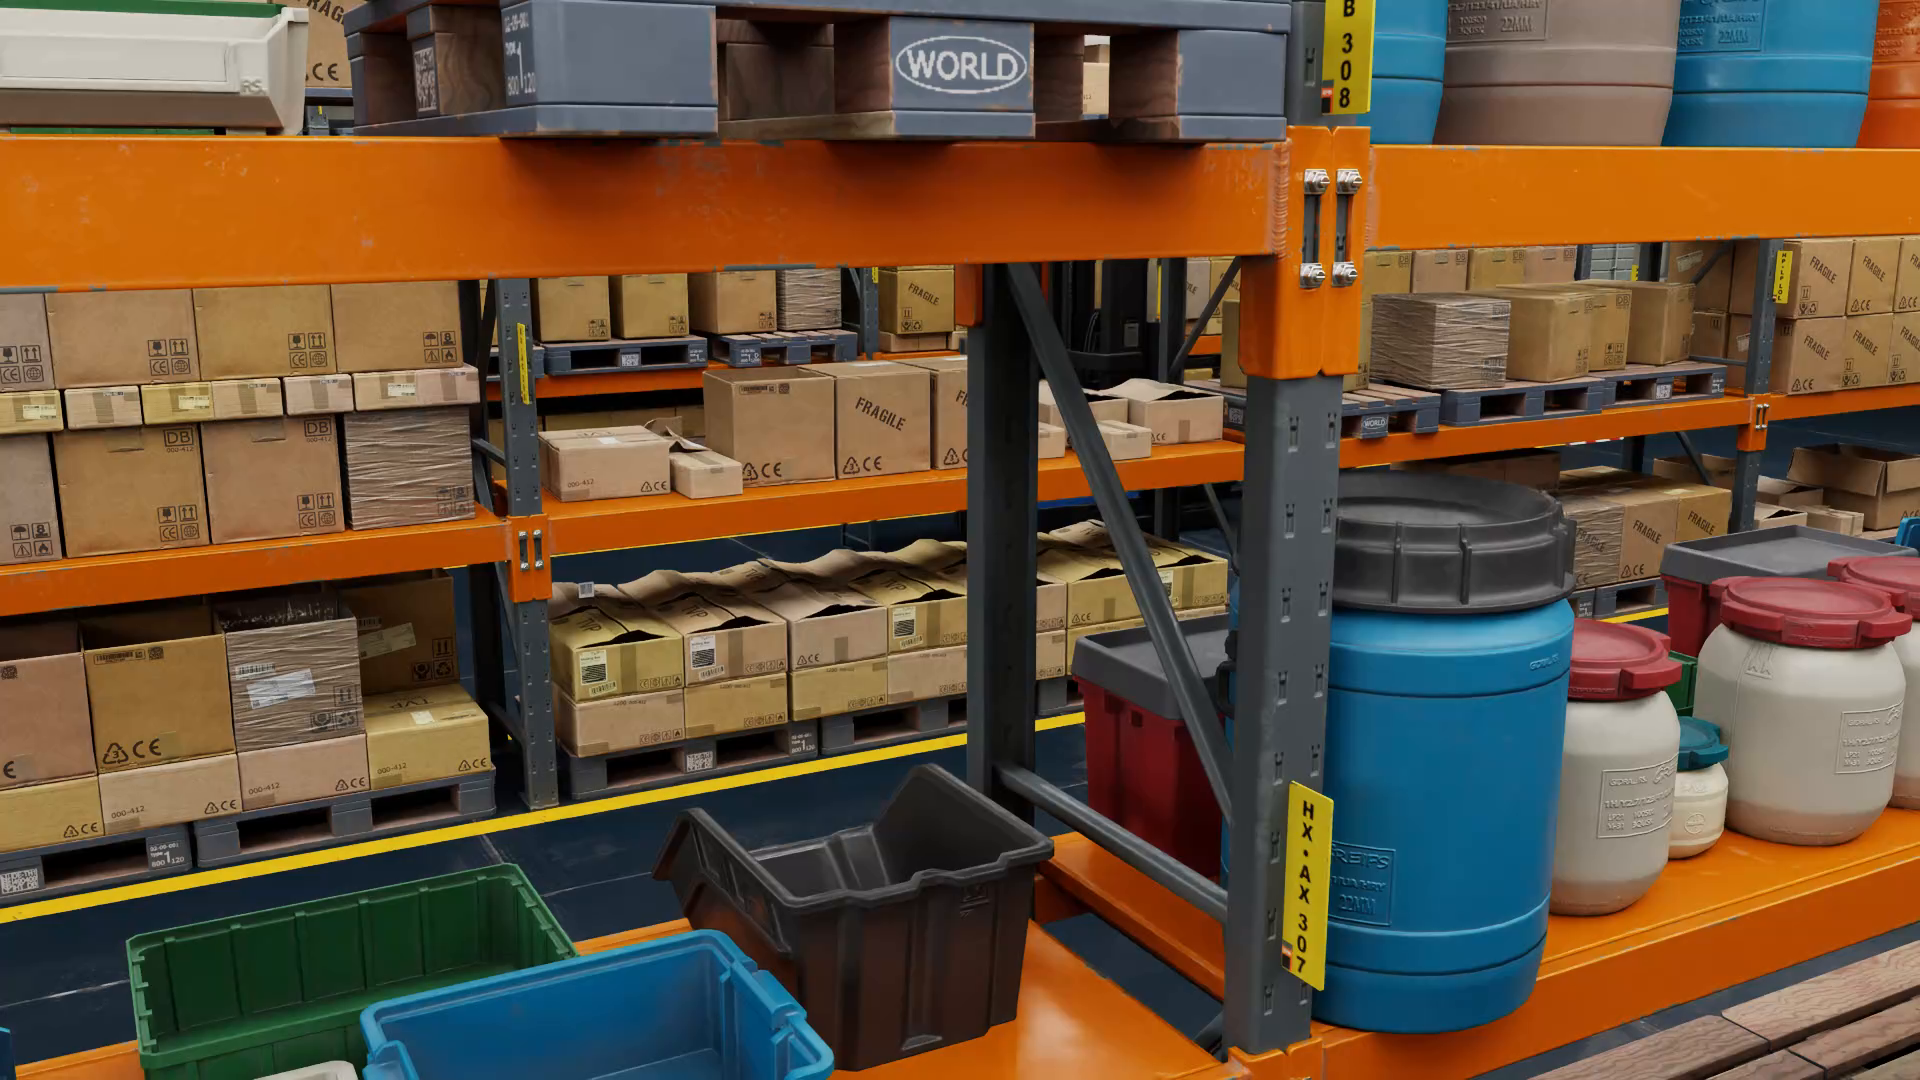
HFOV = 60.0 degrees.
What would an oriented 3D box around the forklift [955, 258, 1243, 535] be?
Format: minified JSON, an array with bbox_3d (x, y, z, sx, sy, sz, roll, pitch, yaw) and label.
[{"bbox_3d":[1.494,-1.599,13.039,3.031,2.935,1.130,-7,15,-29],"label":"forklift"}]

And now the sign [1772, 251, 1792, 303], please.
[{"bbox_3d":[5.225,-1.671,10.564,0.005,0.325,0.100,-7,14,-28],"label":"sign"}]

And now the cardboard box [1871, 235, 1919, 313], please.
[{"bbox_3d":[6.408,-1.853,11.505,0.500,0.500,0.500,-7,15,-30],"label":"cardboard box"}]

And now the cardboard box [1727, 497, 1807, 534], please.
[{"bbox_3d":[5.428,-0.118,11.423,0.500,0.311,0.500,-7,14,-28],"label":"cardboard box"}]

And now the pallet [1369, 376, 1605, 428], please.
[{"bbox_3d":[3.149,-0.904,10.229,1.213,0.211,1.003,-7,14,-28],"label":"pallet"}]

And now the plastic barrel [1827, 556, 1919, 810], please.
[{"bbox_3d":[2.272,0.337,3.972,0.433,0.535,0.433,0,13,0],"label":"plastic barrel"}]

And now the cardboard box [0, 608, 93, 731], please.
[{"bbox_3d":[-3.939,0.546,6.947,0.500,0.500,0.500,-7,14,-28],"label":"cardboard box"}]

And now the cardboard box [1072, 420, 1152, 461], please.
[{"bbox_3d":[0.788,-0.521,8.666,0.250,0.149,0.380,-7,14,-28],"label":"cardboard box"}]

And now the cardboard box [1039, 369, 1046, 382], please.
[{"bbox_3d":[0.548,-1.045,14.361,0.750,0.750,0.750,-7,14,-28],"label":"cardboard box"}]

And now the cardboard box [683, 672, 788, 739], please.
[{"bbox_3d":[-1.144,0.717,7.895,0.500,0.250,0.500,-6,14,-26],"label":"cardboard box"}]

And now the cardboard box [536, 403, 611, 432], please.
[{"bbox_3d":[-2.965,-0.869,12.623,0.500,0.250,0.500,-7,15,-29],"label":"cardboard box"}]

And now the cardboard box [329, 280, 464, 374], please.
[{"bbox_3d":[-2.453,-1.005,7.059,0.500,0.500,0.700,-7,14,-28],"label":"cardboard box"}]

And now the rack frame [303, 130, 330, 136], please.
[{"bbox_3d":[-4.443,-1.325,11.666,0.127,3.000,1.000,-7,14,-28],"label":"rack frame"}]

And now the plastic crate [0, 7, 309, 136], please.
[{"bbox_3d":[-0.911,-0.504,1.785,0.396,0.136,0.243,-7,14,-28],"label":"plastic crate"}]

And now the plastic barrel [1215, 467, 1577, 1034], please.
[{"bbox_3d":[0.788,0.357,3.048,0.708,0.901,0.600,-7,14,-28],"label":"plastic barrel"}]

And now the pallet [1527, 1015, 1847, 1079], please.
[{"bbox_3d":[2.047,1.725,4.463,1.213,0.211,1.003,-7,14,-28],"label":"pallet"}]

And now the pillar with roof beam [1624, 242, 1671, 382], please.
[{"bbox_3d":[10.108,-5.135,14.933,0.400,9.000,9.100,-7,14,-28],"label":"pillar with roof beam"}]

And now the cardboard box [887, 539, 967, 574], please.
[{"bbox_3d":[-0.061,0.180,9.007,0.500,0.311,0.500,-7,15,-29],"label":"cardboard box"}]

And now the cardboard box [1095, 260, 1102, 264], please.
[{"bbox_3d":[0.943,-2.479,14.132,0.500,0.250,0.500,-7,15,-29],"label":"cardboard box"}]

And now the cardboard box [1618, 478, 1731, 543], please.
[{"bbox_3d":[4.660,-0.101,10.915,0.500,0.500,0.500,-7,14,-28],"label":"cardboard box"}]

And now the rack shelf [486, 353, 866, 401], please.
[{"bbox_3d":[-2.688,-1.185,12.679,4.000,0.370,1.077,-7,14,-28],"label":"rack shelf"}]

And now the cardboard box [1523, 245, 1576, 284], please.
[{"bbox_3d":[5.647,-2.678,16.995,0.700,0.700,0.980,-6,14,-25],"label":"cardboard box"}]

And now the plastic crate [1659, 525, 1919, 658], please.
[{"bbox_3d":[2.250,0.243,4.551,0.583,0.464,0.402,-7,14,-28],"label":"plastic crate"}]

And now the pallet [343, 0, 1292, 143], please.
[{"bbox_3d":[-0.283,-0.692,2.452,1.003,0.211,1.213,-7,14,-28],"label":"pallet"}]

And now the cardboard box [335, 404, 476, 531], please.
[{"bbox_3d":[-2.453,-0.372,7.202,0.500,0.500,0.700,-7,15,-29],"label":"cardboard box"}]

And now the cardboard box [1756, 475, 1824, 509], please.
[{"bbox_3d":[5.978,-0.309,12.272,0.500,0.311,0.500,-7,14,-28],"label":"cardboard box"}]

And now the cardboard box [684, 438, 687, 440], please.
[{"bbox_3d":[-2.469,-0.566,12.983,0.500,0.500,0.700,-7,14,-28],"label":"cardboard box"}]

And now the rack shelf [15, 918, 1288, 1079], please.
[{"bbox_3d":[-1.452,1.145,2.326,4.000,0.370,1.077,-7,14,-28],"label":"rack shelf"}]

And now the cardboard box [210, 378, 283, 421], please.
[{"bbox_3d":[-2.879,-0.585,6.671,0.250,0.149,0.380,-7,14,-28],"label":"cardboard box"}]

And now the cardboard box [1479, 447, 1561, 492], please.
[{"bbox_3d":[3.537,-0.464,10.824,0.500,0.250,0.500,-7,14,-28],"label":"cardboard box"}]

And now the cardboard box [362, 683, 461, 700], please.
[{"bbox_3d":[-2.619,0.756,7.724,0.500,0.250,0.500,-7,14,-28],"label":"cardboard box"}]

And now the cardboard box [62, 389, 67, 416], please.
[{"bbox_3d":[-3.524,-0.609,6.778,0.250,0.149,0.380,-7,15,-30],"label":"cardboard box"}]

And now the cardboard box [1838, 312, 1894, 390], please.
[{"bbox_3d":[5.981,-1.317,11.401,0.500,0.500,0.500,-7,14,-27],"label":"cardboard box"}]

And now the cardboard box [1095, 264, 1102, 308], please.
[{"bbox_3d":[0.970,-2.113,14.215,0.500,0.500,0.500,-6,14,-26],"label":"cardboard box"}]

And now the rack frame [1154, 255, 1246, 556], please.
[{"bbox_3d":[1.445,-0.792,9.295,0.127,3.000,1.000,-7,14,-28],"label":"rack frame"}]

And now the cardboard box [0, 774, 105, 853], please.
[{"bbox_3d":[-3.682,1.015,6.571,0.500,0.250,0.500,-7,14,-28],"label":"cardboard box"}]

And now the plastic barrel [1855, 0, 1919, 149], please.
[{"bbox_3d":[2.416,-1.396,4.172,0.708,0.830,0.600,-7,14,-28],"label":"plastic barrel"}]

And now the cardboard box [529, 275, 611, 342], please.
[{"bbox_3d":[-2.923,-1.768,12.405,0.500,0.500,0.700,-5,14,-20],"label":"cardboard box"}]

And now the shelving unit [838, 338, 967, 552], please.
[{"bbox_3d":[-0.310,-0.691,12.265,1.048,1.500,0.538,-7,15,-29],"label":"shelving unit"}]

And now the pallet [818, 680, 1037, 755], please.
[{"bbox_3d":[-0.366,0.775,8.684,1.213,0.211,1.003,-7,14,-28],"label":"pallet"}]

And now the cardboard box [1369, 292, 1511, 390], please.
[{"bbox_3d":[2.838,-1.193,9.893,0.500,0.500,0.700,-4,13,-17],"label":"cardboard box"}]

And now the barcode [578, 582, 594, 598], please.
[{"bbox_3d":[-1.643,0.219,7.309,0.075,0.075,0.001,-7,14,-28],"label":"barcode"}]

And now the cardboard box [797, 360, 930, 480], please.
[{"bbox_3d":[-0.482,-0.605,8.240,0.500,0.500,0.500,-7,14,-28],"label":"cardboard box"}]

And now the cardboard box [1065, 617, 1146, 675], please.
[{"bbox_3d":[0.649,0.502,8.852,0.500,0.250,0.500,-7,14,-29],"label":"cardboard box"}]

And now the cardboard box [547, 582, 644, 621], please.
[{"bbox_3d":[-1.848,0.394,8.054,0.500,0.311,0.500,-7,14,-28],"label":"cardboard box"}]

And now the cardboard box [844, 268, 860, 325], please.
[{"bbox_3d":[-0.644,-2.050,13.936,0.500,0.500,0.500,-7,14,-28],"label":"cardboard box"}]

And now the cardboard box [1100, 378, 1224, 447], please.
[{"bbox_3d":[1.105,-0.718,9.172,0.500,0.311,0.500,-6,14,-24],"label":"cardboard box"}]

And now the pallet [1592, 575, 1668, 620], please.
[{"bbox_3d":[4.260,0.241,11.059,1.213,0.211,1.003,-7,14,-28],"label":"pallet"}]

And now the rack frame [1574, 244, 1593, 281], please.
[{"bbox_3d":[6.090,-2.588,17.275,0.127,3.000,1.000,-7,14,-28],"label":"rack frame"}]

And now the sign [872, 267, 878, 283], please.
[{"bbox_3d":[-0.664,-2.169,12.957,0.005,0.325,0.100,-7,14,-28],"label":"sign"}]

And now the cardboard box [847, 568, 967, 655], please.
[{"bbox_3d":[-0.235,0.335,8.319,0.500,0.311,0.500,-6,14,-26],"label":"cardboard box"}]

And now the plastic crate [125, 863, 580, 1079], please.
[{"bbox_3d":[-1.023,0.776,2.812,0.662,0.188,0.450,-7,14,-28],"label":"plastic crate"}]

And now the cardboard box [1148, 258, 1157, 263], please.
[{"bbox_3d":[1.390,-2.532,14.370,0.500,0.250,0.500,-7,14,-27],"label":"cardboard box"}]
